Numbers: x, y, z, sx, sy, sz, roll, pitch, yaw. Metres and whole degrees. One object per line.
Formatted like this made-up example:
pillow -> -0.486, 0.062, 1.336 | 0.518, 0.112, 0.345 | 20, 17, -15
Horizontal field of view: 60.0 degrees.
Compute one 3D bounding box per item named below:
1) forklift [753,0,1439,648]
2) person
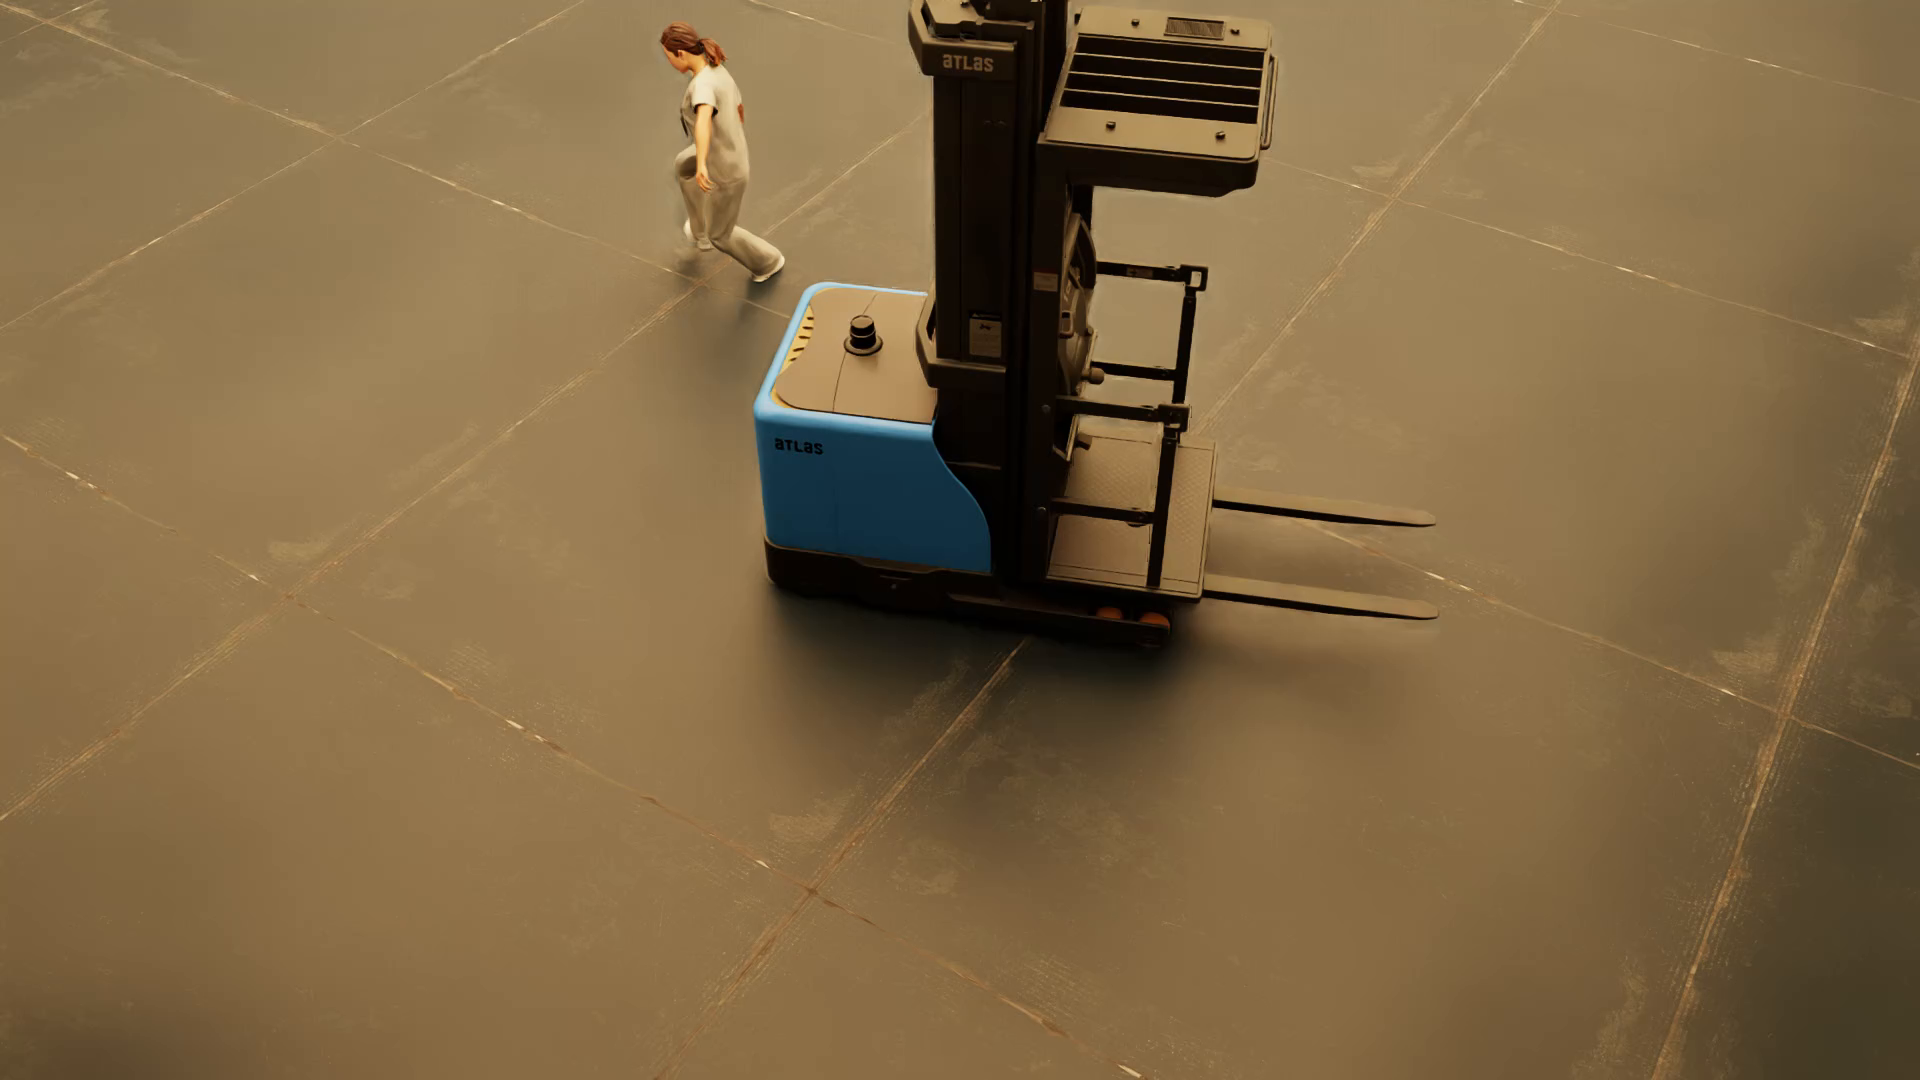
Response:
forklift -> 0.672, -0.978, 6.880 | 3.031, 2.935, 1.130 | 7, 44, 8
person -> -1.316, -1.970, 9.009 | 0.603, 1.591, 1.069 | 0, 43, 0
